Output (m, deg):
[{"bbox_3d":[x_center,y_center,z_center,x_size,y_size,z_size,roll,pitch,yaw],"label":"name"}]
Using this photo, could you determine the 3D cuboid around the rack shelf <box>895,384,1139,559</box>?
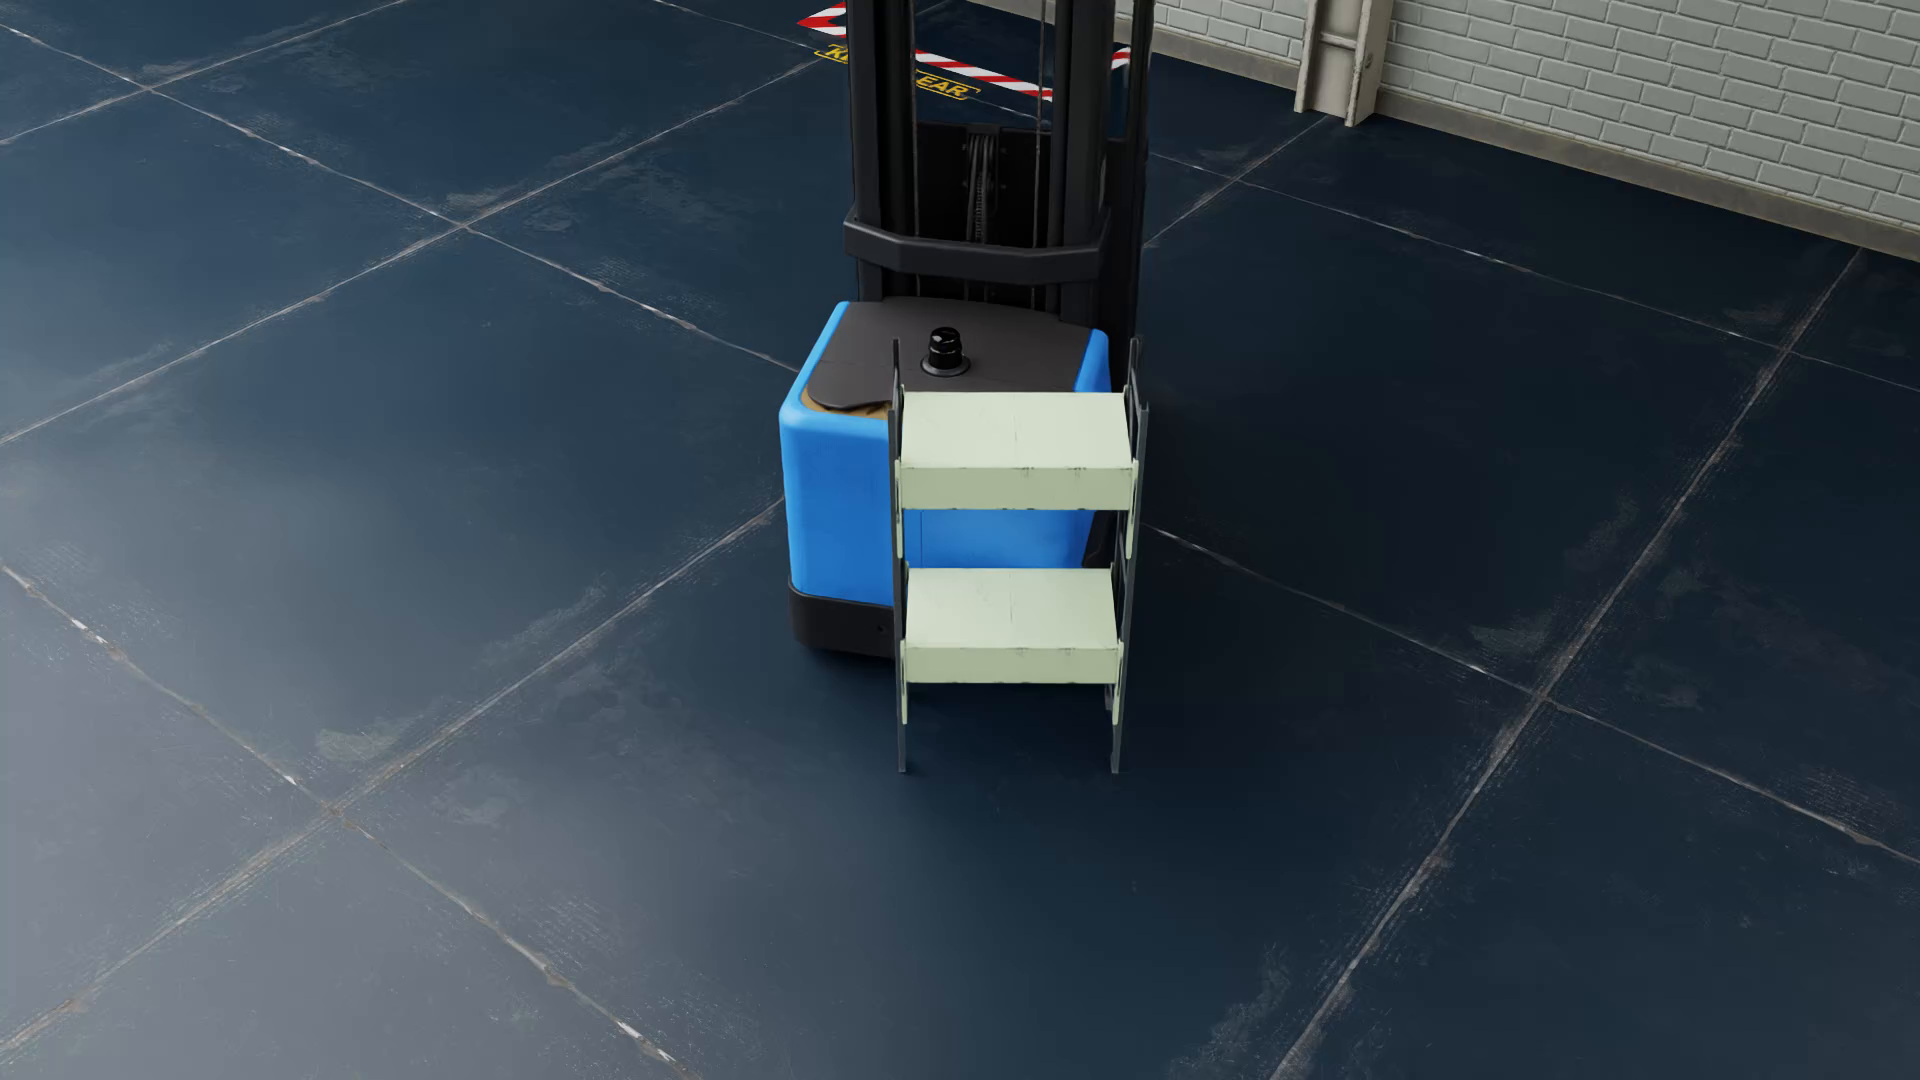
[{"bbox_3d":[0.168,-0.215,5.173,0.720,0.370,0.431,0,38,0],"label":"rack shelf"}]

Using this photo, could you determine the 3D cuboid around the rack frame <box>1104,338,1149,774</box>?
[{"bbox_3d":[0.534,0.092,5.414,0.023,1.500,0.400,0,38,0],"label":"rack frame"}]

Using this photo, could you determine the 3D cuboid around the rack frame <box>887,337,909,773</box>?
[{"bbox_3d":[-0.198,0.090,5.417,0.023,1.500,0.400,0,38,0],"label":"rack frame"}]

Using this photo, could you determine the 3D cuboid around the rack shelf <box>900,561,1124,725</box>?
[{"bbox_3d":[0.168,0.347,5.618,0.720,0.370,0.431,0,38,0],"label":"rack shelf"}]

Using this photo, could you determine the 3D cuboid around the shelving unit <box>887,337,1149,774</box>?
[{"bbox_3d":[0.168,0.091,5.415,0.755,1.500,0.431,0,38,0],"label":"shelving unit"}]

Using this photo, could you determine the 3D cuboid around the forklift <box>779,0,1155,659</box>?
[{"bbox_3d":[0.188,-1.561,6.366,1.130,2.935,3.031,8,39,10],"label":"forklift"}]

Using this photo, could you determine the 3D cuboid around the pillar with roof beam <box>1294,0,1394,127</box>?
[{"bbox_3d":[-0.346,-4.038,4.608,0.400,9.000,9.100,25,45,29],"label":"pillar with roof beam"}]
